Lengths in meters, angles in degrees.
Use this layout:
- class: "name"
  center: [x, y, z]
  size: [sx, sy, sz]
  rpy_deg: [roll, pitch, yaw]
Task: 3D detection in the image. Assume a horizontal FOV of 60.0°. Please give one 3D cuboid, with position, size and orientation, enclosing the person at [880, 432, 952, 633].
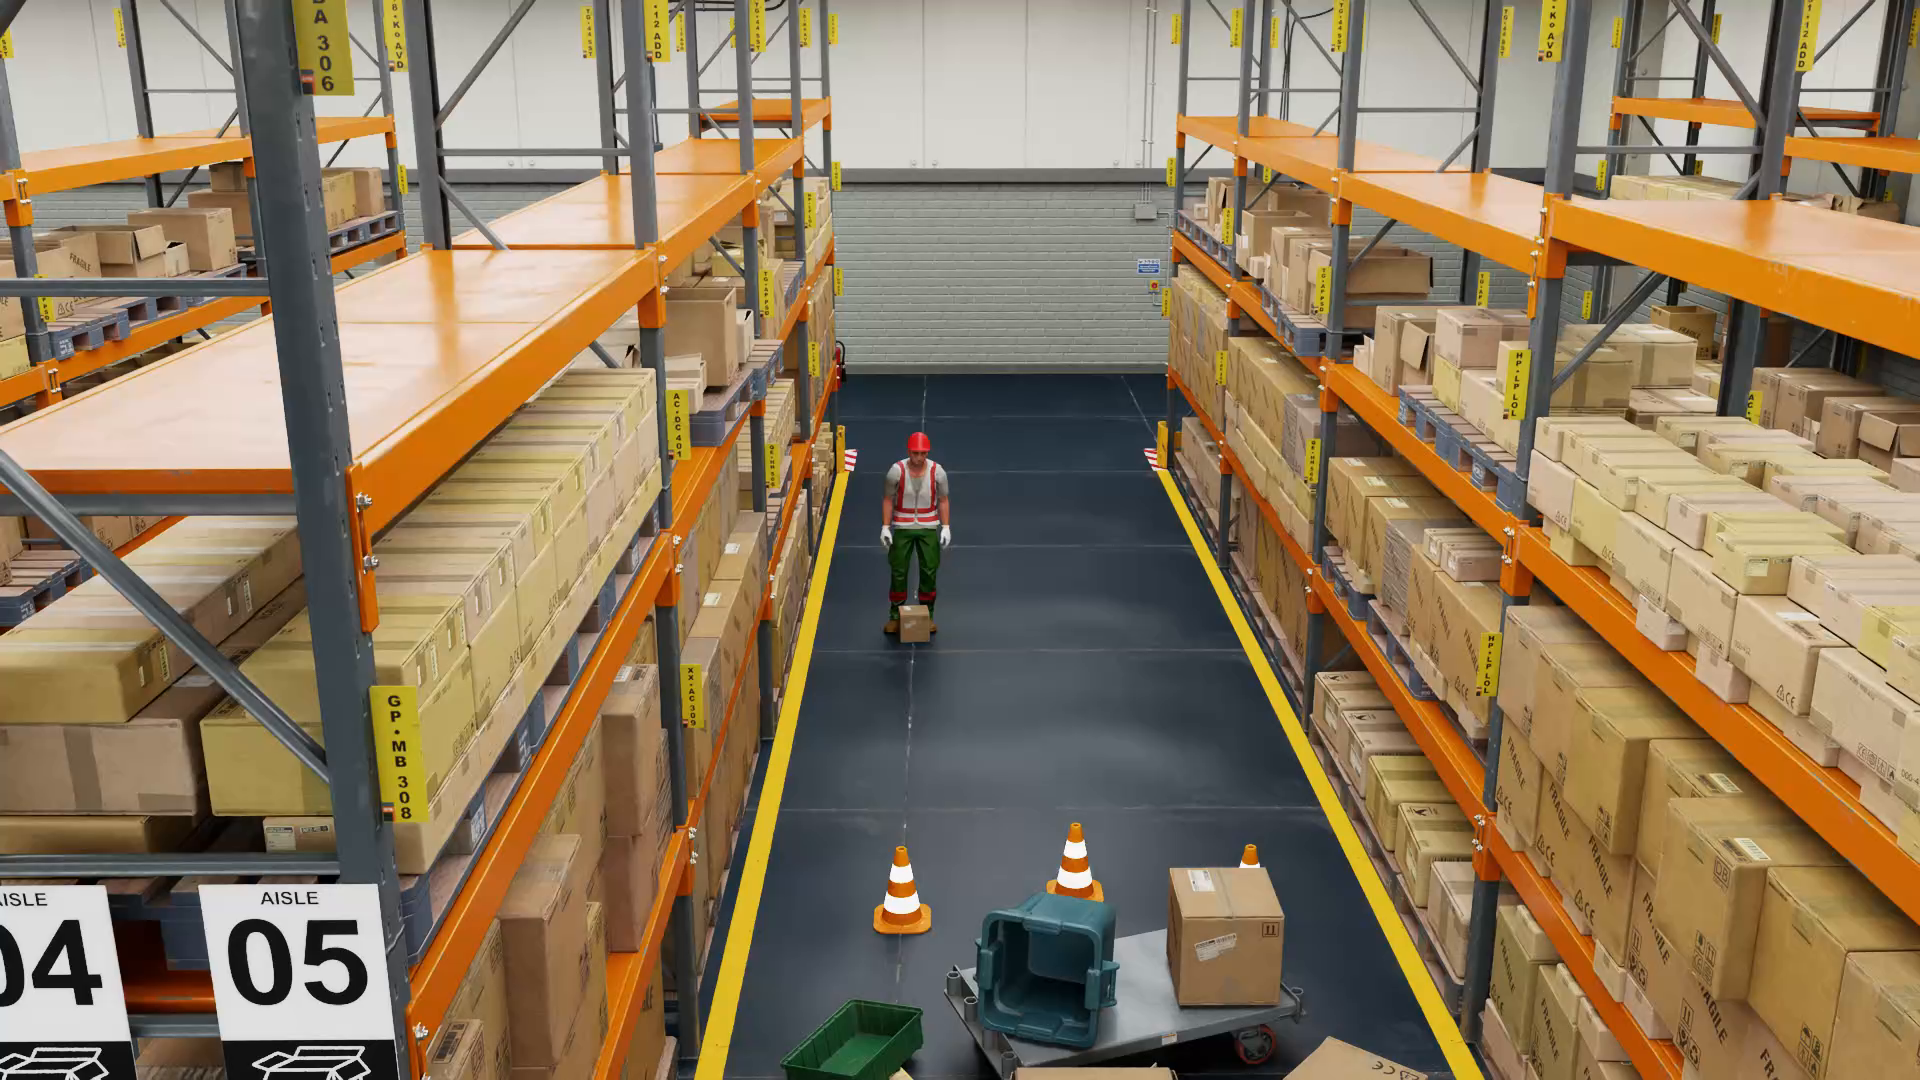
- class: "person"
  center: [-0.380, -0.073, 14.352]
  size: [0.616, 1.778, 0.453]
  rpy_deg: [-1, 17, -4]
